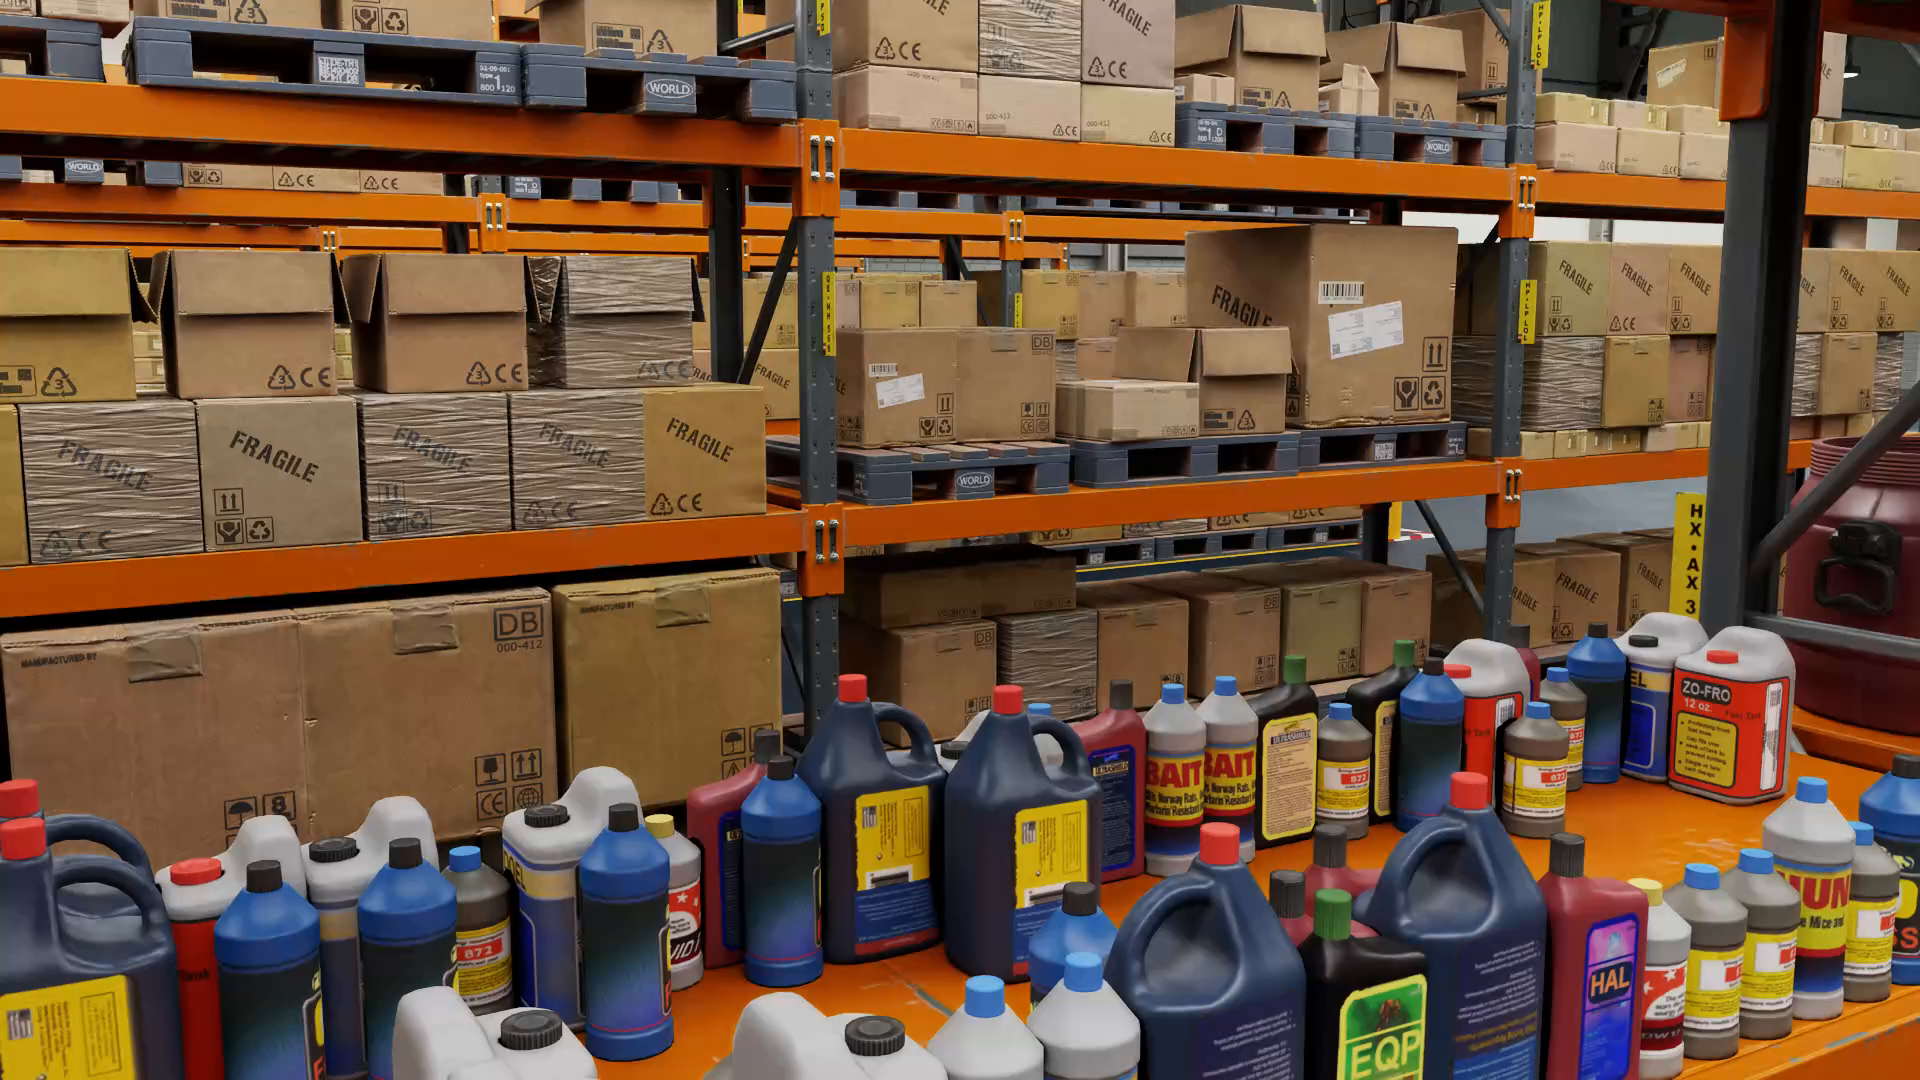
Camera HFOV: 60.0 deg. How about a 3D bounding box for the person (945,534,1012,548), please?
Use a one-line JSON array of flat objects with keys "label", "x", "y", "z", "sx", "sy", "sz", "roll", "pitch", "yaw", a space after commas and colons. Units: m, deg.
[{"label": "person", "x": 0.123, "y": -0.176, "z": 9.968, "sx": 0.566, "sy": 1.790, "sz": 0.529, "roll": 4, "pitch": 9, "yaw": 28}]
